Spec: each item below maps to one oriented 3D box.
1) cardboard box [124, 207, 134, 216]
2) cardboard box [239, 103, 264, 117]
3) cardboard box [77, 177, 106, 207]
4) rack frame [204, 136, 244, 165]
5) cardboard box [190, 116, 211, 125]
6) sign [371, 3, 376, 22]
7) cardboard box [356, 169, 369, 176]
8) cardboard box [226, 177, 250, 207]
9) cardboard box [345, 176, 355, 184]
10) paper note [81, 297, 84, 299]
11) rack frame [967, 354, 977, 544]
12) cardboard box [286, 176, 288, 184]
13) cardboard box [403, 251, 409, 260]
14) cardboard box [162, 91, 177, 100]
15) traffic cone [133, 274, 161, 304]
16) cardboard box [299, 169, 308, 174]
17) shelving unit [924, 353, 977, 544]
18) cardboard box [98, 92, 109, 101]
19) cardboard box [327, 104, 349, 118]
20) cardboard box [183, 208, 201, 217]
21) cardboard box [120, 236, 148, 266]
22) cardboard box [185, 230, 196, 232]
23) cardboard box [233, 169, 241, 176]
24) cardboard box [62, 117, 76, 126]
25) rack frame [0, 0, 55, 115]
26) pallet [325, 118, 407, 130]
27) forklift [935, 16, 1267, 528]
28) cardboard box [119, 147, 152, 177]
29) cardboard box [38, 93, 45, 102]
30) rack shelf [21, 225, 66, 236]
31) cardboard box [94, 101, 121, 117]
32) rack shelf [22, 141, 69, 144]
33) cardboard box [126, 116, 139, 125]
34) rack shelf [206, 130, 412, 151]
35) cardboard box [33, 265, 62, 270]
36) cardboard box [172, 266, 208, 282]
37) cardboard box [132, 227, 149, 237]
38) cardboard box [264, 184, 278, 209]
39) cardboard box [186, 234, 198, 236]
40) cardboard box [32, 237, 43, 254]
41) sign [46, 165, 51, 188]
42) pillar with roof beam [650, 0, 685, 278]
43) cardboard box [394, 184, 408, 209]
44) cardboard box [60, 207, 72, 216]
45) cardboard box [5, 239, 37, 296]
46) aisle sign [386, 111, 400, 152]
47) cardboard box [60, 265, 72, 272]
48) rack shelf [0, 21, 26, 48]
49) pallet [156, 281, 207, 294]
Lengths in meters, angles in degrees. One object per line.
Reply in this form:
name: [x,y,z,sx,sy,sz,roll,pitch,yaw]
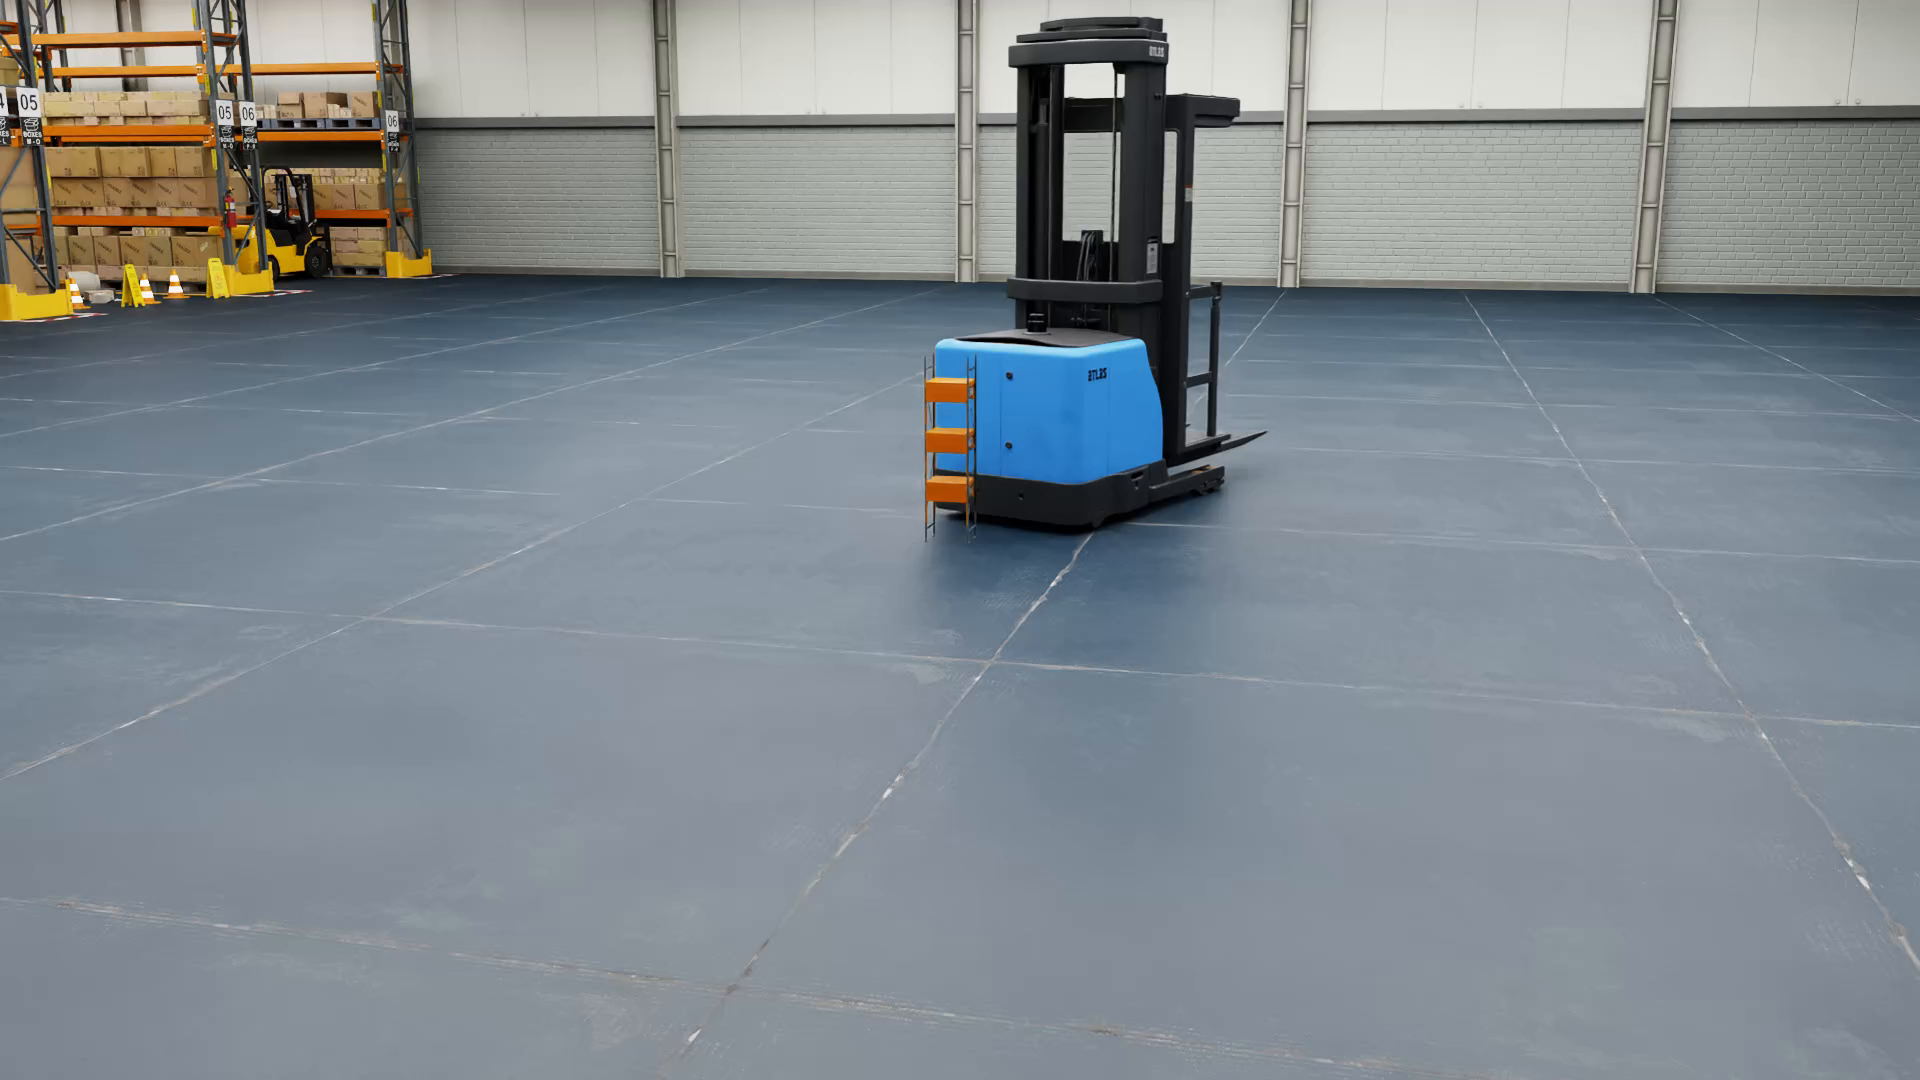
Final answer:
cardboard box: [-14.136,-5.657,28.612,0.250,0.149,0.380,3,13,14]
cardboard box: [-14.191,-8.554,33.168,0.500,0.311,0.500,3,13,15]
cardboard box: [-14.788,-5.992,28.625,0.500,0.500,0.500,3,13,13]
rack frame: [-14.940,-6.974,33.965,0.127,3.000,1.000,3,13,14]
cardboard box: [-12.656,-7.024,27.845,0.250,0.149,0.380,3,13,14]
sign: [-11.201,-10.076,31.759,0.005,0.325,0.100,3,13,14]
cardboard box: [-11.702,-7.257,32.829,0.250,0.149,0.380,3,13,14]
cardboard box: [-12.636,-5.999,28.655,0.500,0.500,0.500,3,13,13]
cardboard box: [-11.953,-7.124,32.915,0.250,0.149,0.380,3,13,15]
paper note: [-14.426,-3.973,27.322,0.142,0.019,0.148,8,15,33]
rack frame: [0.066,-0.509,9.328,0.008,1.050,0.200,3,13,14]
cardboard box: [-13.458,-7.195,33.234,0.250,0.149,0.380,3,13,12]
cardboard box: [-11.487,-5.695,33.582,0.500,0.250,0.500,3,13,14]
cardboard box: [-13.135,-7.440,27.878,0.250,0.149,0.380,3,13,13]
traffic cone: [-12.905,-3.984,26.345,0.334,0.463,0.336,3,13,14]
cardboard box: [-12.946,-7.330,33.154,0.250,0.149,0.380,3,13,14]
shelving unit: [-0.052,-0.515,9.357,0.252,1.050,0.215,3,13,14]
cardboard box: [-14.369,-7.513,28.207,0.250,0.149,0.380,3,13,15]
cardboard box: [-12.180,-8.411,32.628,0.258,0.266,0.396,3,13,14]
cardboard box: [-12.929,-5.564,28.190,0.250,0.149,0.380,3,13,13]
cardboard box: [-14.079,-4.992,28.679,0.500,0.500,0.500,3,13,12]
cardboard box: [-16.201,-6.086,34.477,0.625,0.625,0.875,3,13,13]
cardboard box: [-14.422,-7.415,33.538,0.250,0.149,0.380,3,13,14]
cardboard box: [-15.141,-7.167,28.493,0.250,0.149,0.380,3,13,15]
rack frame: [-16.126,-8.859,28.610,0.127,3.000,1.000,3,13,14]
pallet: [-11.737,-8.230,32.904,1.213,0.211,1.003,3,13,14]
forklift: [1.082,-1.769,10.662,1.130,2.935,3.031,8,15,33]
cardboard box: [-13.800,-6.418,28.233,0.500,0.500,0.700,3,13,13]
cardboard box: [-15.639,-7.568,28.460,0.250,0.149,0.380,3,13,15]
rack shelf: [-18.068,-5.682,29.806,4.000,0.370,1.077,3,13,14]
cardboard box: [-14.288,-7.307,28.199,0.500,0.250,0.500,3,13,14]
rack shelf: [-20.766,-8.398,35.122,4.000,0.370,1.077,3,13,14]
cardboard box: [-13.893,-7.096,28.171,0.250,0.149,0.380,3,13,12]
rack shelf: [-12.999,-7.983,33.251,4.000,0.370,1.077,3,13,14]
cardboard box: [-15.412,-4.369,27.990,0.500,0.500,0.500,-9,15,-35]
cardboard box: [-13.115,-4.572,28.516,0.500,0.250,0.500,3,13,13]
cardboard box: [-13.954,-5.287,28.513,0.250,0.149,0.380,4,13,16]
cardboard box: [-13.571,-6.895,33.380,0.500,0.500,0.500,3,13,13]
cardboard box: [-13.491,-5.078,29.069,0.500,0.500,0.500,3,13,11]
cardboard box: [-19.286,-6.143,35.021,0.500,0.500,0.500,3,13,15]
sign: [-13.192,-5.254,24.031,0.005,0.325,0.100,3,13,14]
pillar with roof beam: [-6.723,-8.704,27.913,0.400,9.000,9.100,3,13,14]
cardboard box: [-11.471,-6.899,33.398,0.500,0.500,0.500,3,13,15]
cardboard box: [-15.374,-5.714,28.866,0.250,0.149,0.380,3,13,13]
cardboard box: [-14.005,-3.865,23.889,0.875,0.875,0.875,3,13,14]
aisle sign: [-11.063,-7.970,32.455,0.004,0.787,0.394,3,13,14]
cardboard box: [-15.618,-4.705,29.118,0.500,0.250,0.500,2,13,11]
rack shelf: [-15.272,-7.162,23.548,4.000,0.370,1.077,3,13,14]
pallet: [-13.097,-4.414,28.868,1.213,0.211,1.003,3,13,14]
